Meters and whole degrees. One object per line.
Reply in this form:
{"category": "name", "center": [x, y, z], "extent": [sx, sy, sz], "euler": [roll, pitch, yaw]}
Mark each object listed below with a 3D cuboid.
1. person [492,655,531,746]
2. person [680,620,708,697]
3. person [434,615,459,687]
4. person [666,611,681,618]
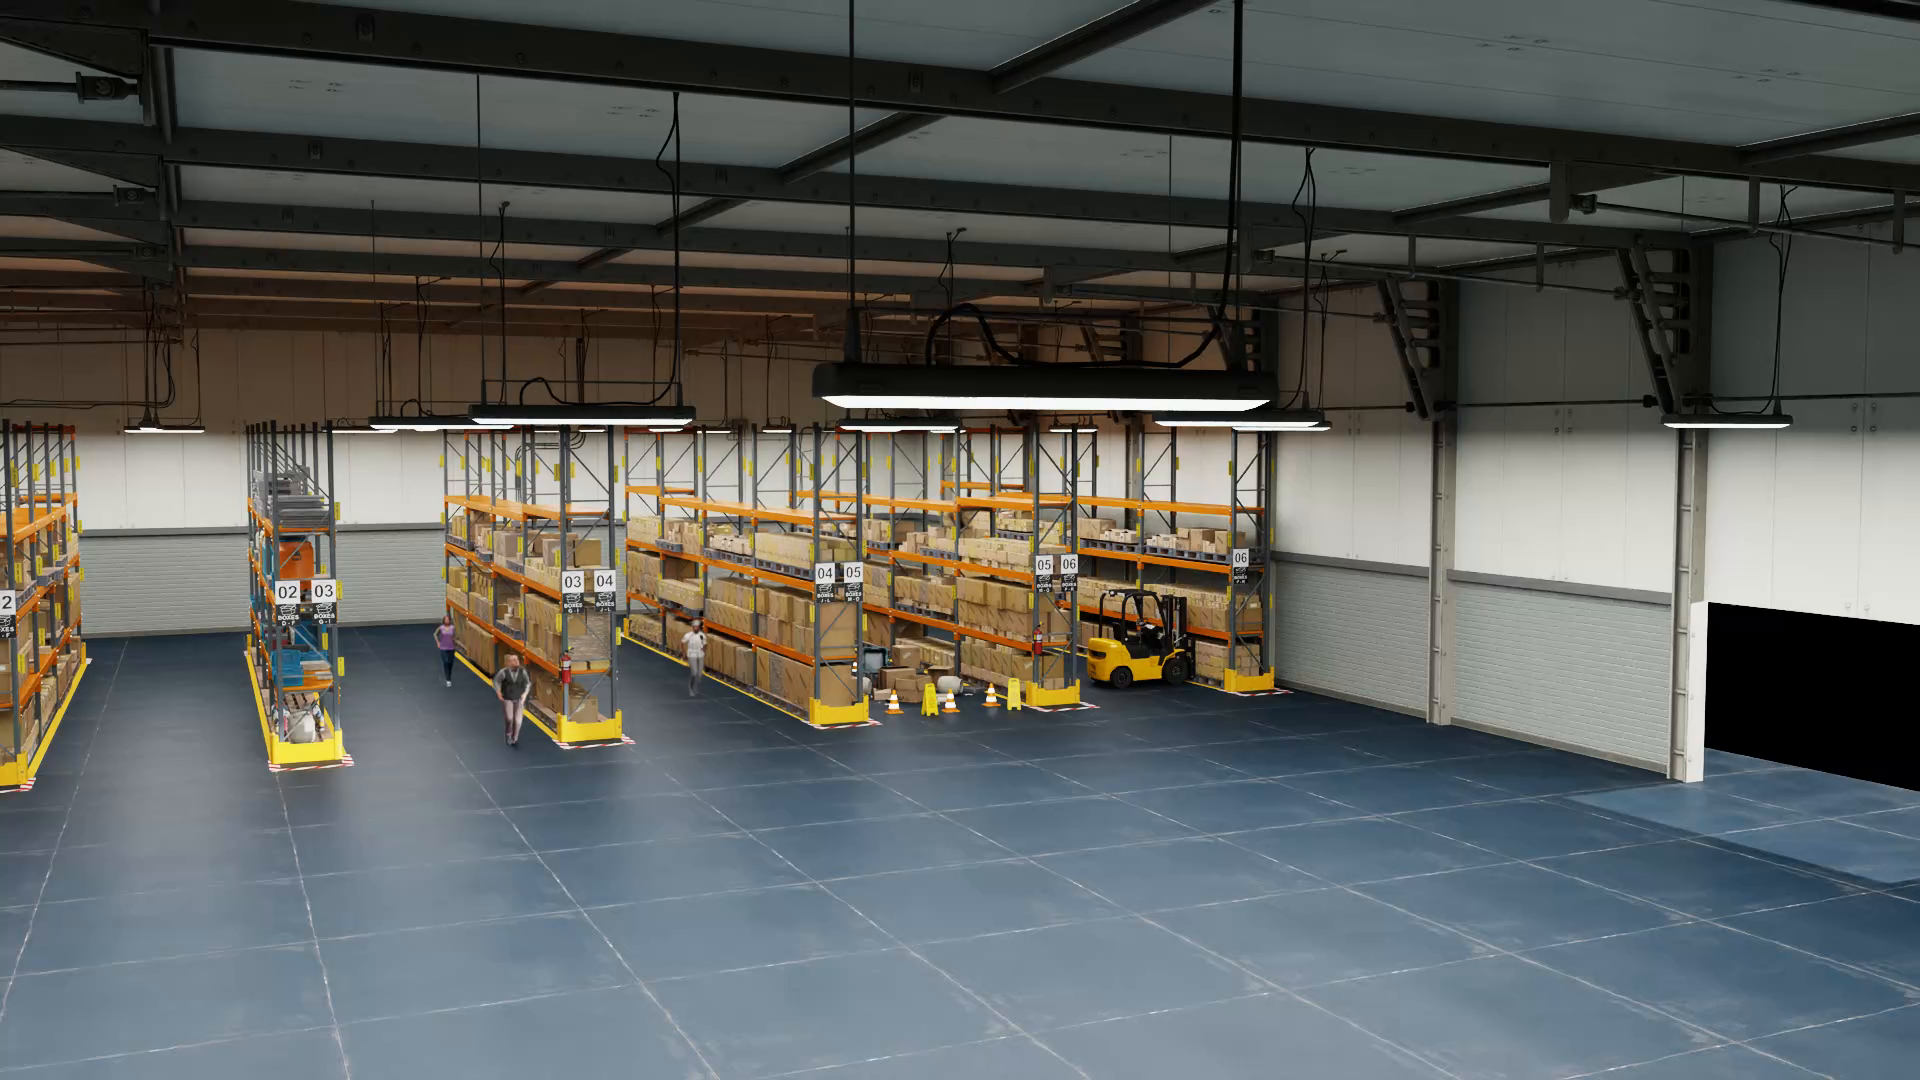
{"category": "person", "center": [-8.215, 2.963, 30.579], "extent": [0.678, 1.686, 0.599], "euler": [-2, 4, -26]}
{"category": "person", "center": [-5.800, 2.597, 36.514], "extent": [0.548, 1.699, 0.674], "euler": [-2, 4, -27]}
{"category": "person", "center": [-11.764, 2.519, 38.165], "extent": [0.534, 1.602, 0.805], "euler": [-2, 4, -27]}
{"category": "person", "center": [-8.618, 1.813, 49.755], "extent": [0.605, 1.602, 0.579], "euler": [4, 5, 45]}
